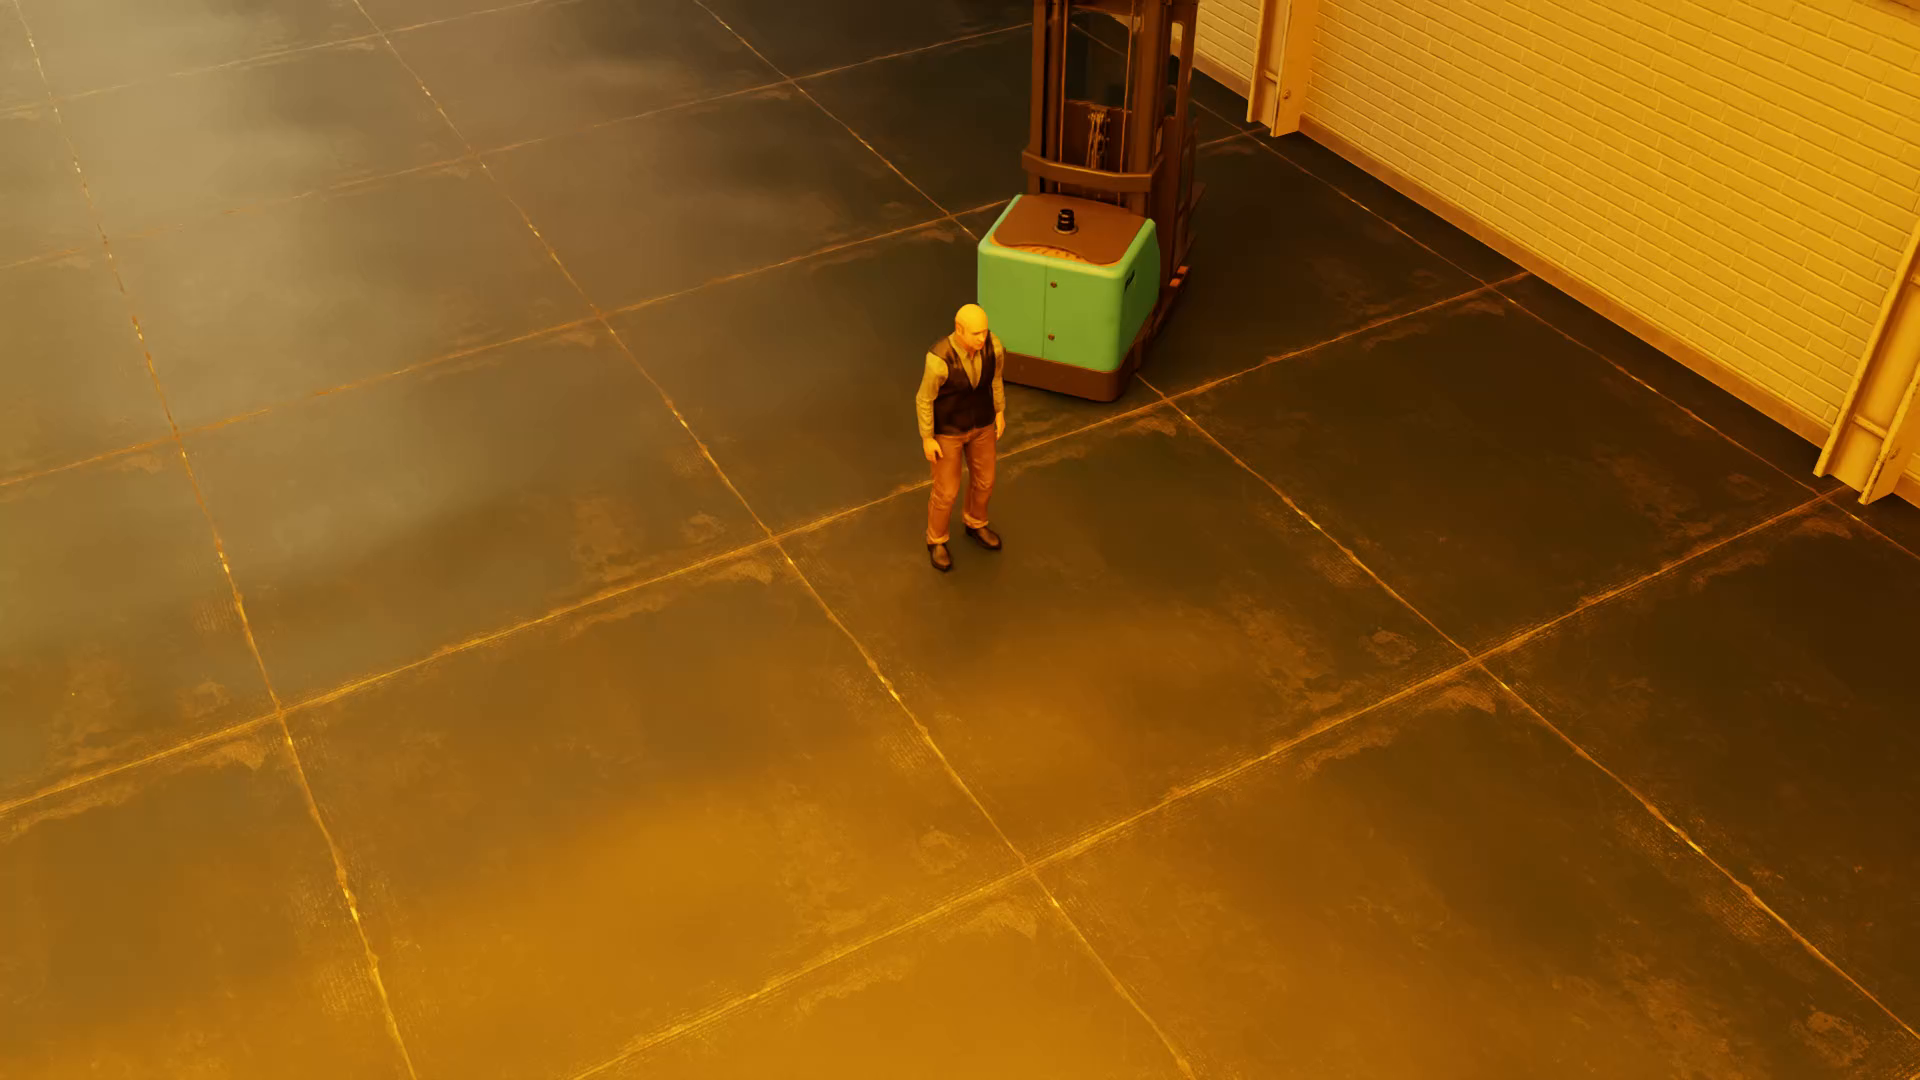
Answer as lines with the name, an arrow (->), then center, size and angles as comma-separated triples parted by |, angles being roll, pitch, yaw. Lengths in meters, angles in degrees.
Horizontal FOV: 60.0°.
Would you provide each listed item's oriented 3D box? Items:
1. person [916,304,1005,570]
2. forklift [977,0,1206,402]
person -> 0.010, -0.622, 9.817 | 0.580, 1.617, 0.422 | -22, 44, -24
forklift -> 1.116, -3.019, 11.675 | 1.130, 2.935, 3.031 | 14, 42, 16
